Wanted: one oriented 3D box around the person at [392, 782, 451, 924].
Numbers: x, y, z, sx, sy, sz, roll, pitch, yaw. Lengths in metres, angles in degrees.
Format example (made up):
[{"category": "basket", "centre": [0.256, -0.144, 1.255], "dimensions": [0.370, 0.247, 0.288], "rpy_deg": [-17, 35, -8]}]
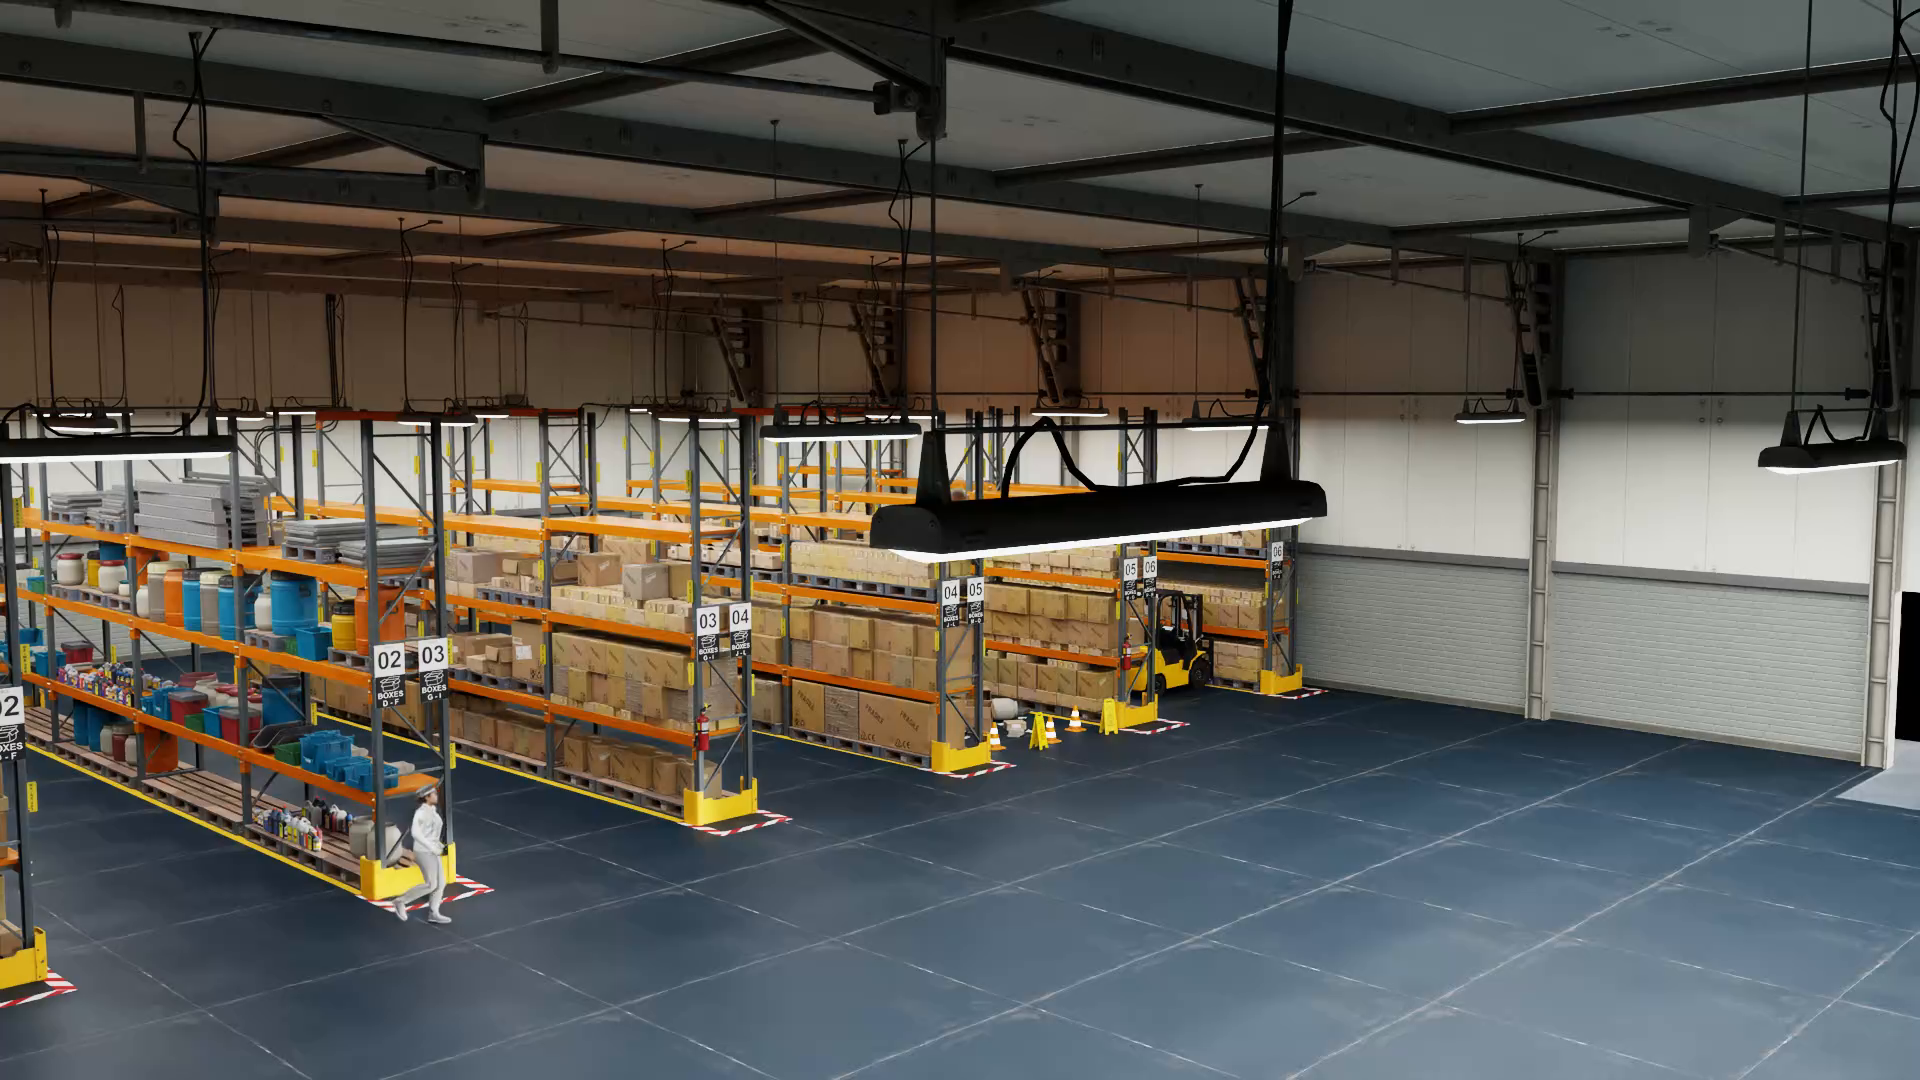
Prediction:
[{"category": "person", "centre": [-6.445, 3.739, 19.984], "dimensions": [0.669, 1.655, 0.660], "rpy_deg": [-1, 5, -7]}]
